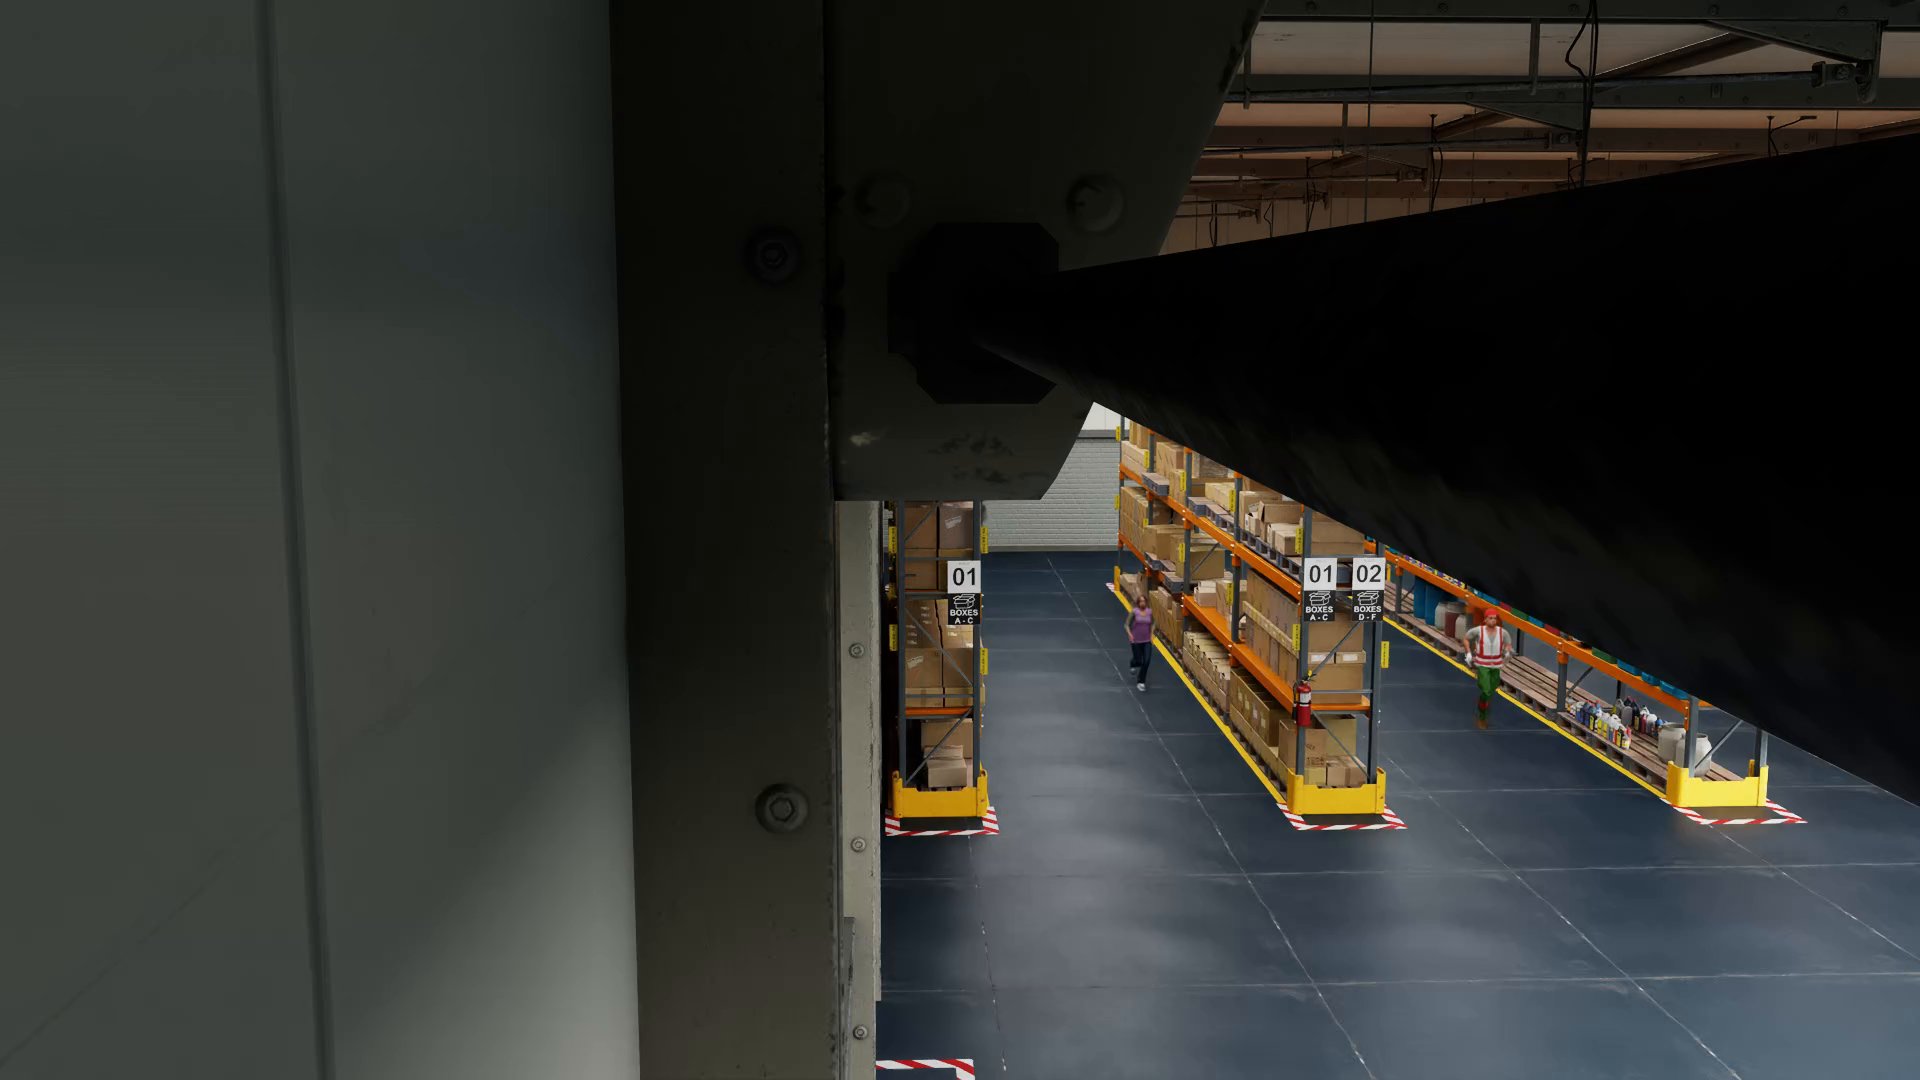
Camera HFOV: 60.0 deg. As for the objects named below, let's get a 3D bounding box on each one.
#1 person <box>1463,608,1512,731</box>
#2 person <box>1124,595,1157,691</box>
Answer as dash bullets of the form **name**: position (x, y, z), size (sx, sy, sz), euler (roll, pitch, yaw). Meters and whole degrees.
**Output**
- **person**: position (7.860, 1.917, 24.689), size (0.637, 1.834, 0.767), euler (-1, 8, -4)
- **person**: position (2.962, 1.658, 27.262), size (0.541, 1.562, 0.586), euler (-1, 8, -8)
